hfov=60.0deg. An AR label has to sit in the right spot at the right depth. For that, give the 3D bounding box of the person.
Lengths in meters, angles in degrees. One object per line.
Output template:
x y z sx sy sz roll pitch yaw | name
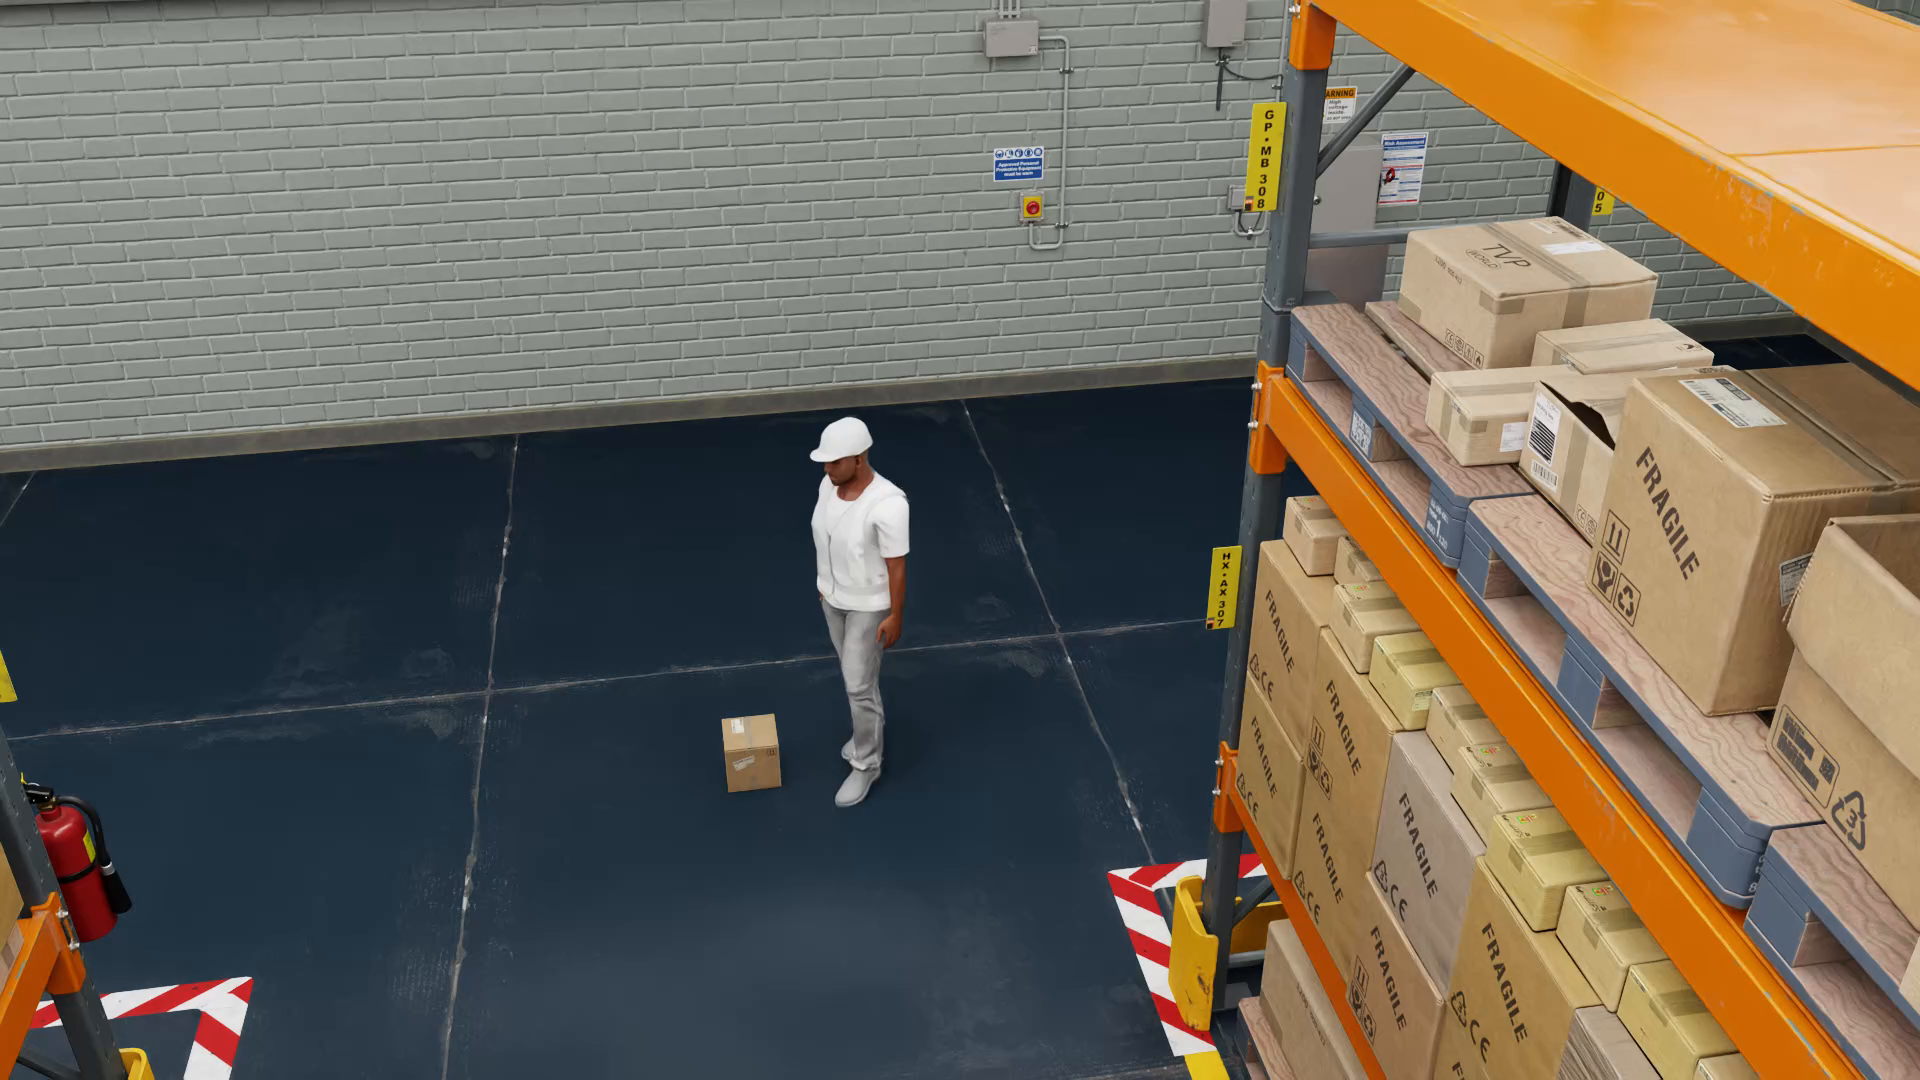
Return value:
-0.538 0.294 7.610 0.547 1.774 0.590 -25 39 -36 | person
